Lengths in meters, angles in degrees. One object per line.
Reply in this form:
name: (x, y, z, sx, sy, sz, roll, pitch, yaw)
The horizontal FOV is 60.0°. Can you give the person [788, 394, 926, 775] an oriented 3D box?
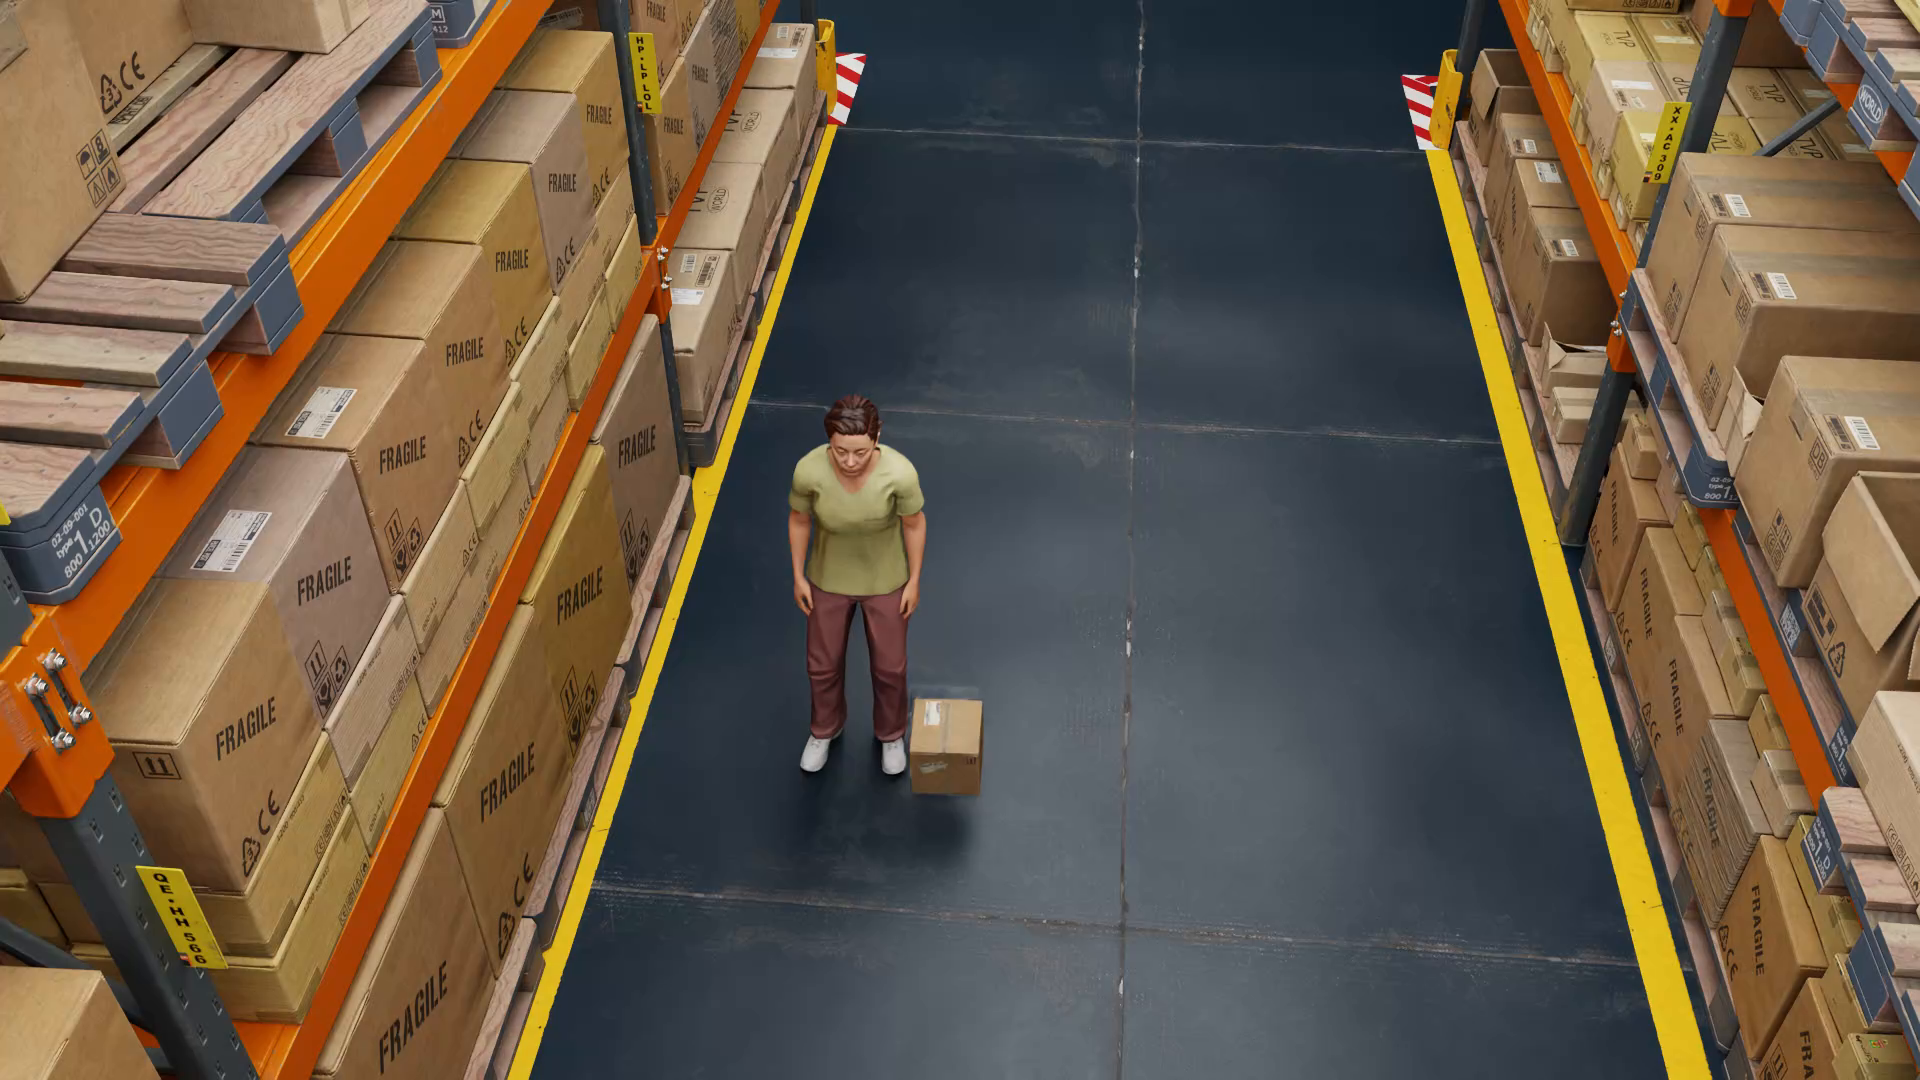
person: (-0.365, 0.161, 5.966, 0.488, 1.674, 0.357, 2, 40, 2)
